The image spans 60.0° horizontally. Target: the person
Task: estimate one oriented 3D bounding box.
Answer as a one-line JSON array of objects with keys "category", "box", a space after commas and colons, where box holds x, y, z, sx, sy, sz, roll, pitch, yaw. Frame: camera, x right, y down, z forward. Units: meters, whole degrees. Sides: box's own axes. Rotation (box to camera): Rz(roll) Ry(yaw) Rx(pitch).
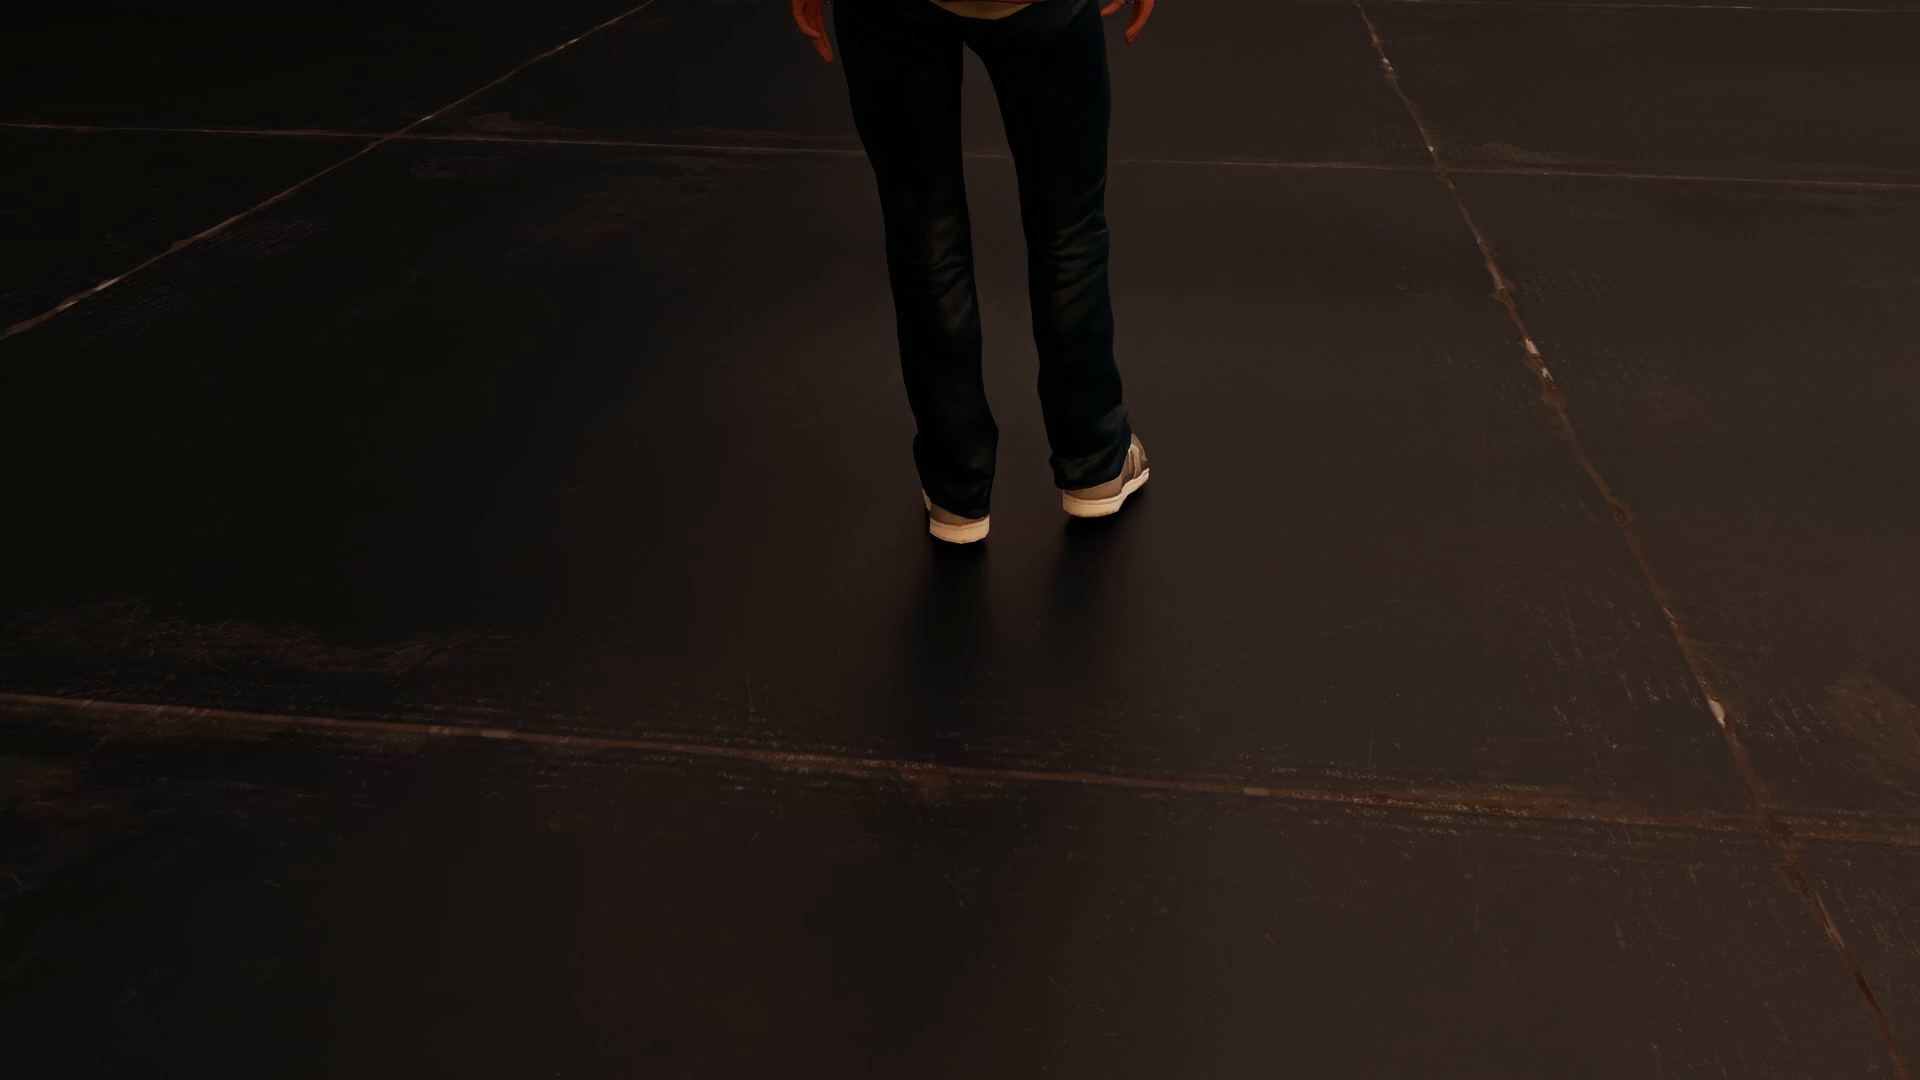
[{"category": "person", "box": [0.024, -0.754, 2.205, 0.520, 1.599, 0.473, 3, 27, 7]}]
